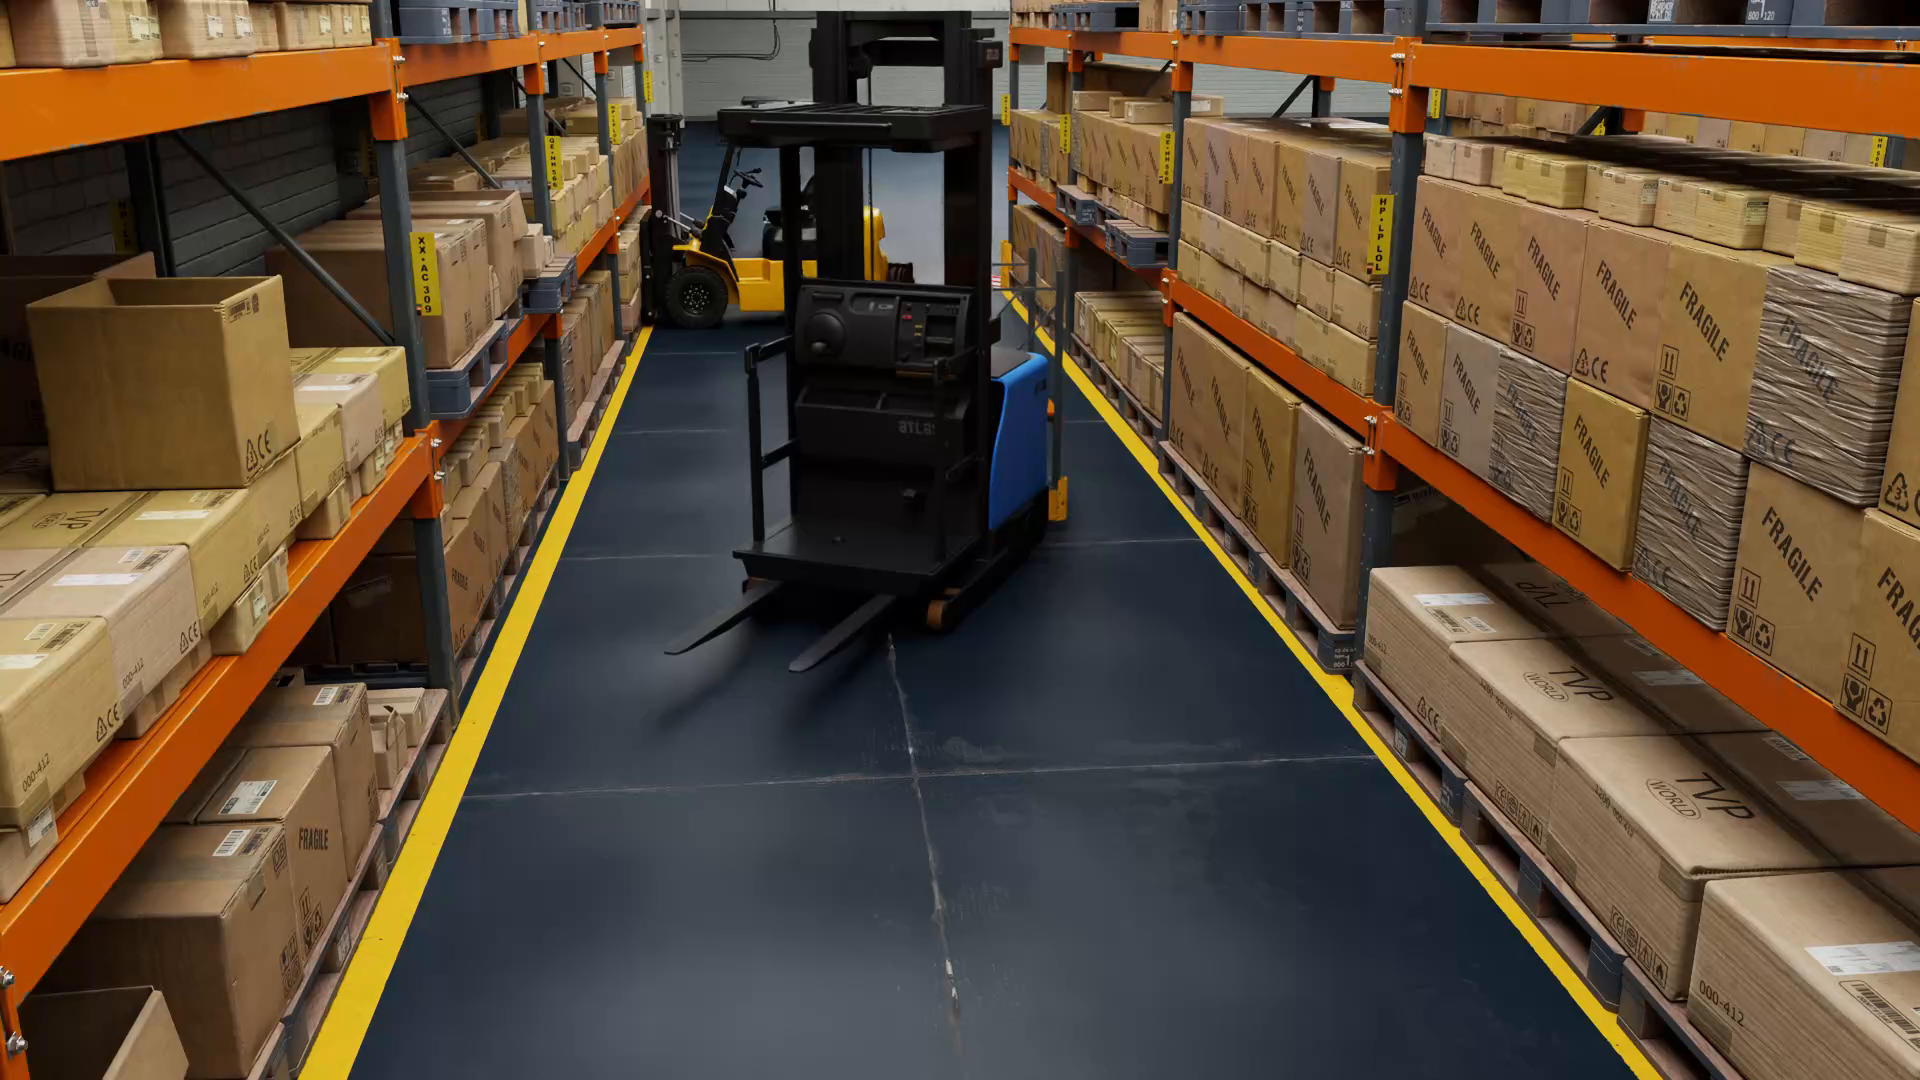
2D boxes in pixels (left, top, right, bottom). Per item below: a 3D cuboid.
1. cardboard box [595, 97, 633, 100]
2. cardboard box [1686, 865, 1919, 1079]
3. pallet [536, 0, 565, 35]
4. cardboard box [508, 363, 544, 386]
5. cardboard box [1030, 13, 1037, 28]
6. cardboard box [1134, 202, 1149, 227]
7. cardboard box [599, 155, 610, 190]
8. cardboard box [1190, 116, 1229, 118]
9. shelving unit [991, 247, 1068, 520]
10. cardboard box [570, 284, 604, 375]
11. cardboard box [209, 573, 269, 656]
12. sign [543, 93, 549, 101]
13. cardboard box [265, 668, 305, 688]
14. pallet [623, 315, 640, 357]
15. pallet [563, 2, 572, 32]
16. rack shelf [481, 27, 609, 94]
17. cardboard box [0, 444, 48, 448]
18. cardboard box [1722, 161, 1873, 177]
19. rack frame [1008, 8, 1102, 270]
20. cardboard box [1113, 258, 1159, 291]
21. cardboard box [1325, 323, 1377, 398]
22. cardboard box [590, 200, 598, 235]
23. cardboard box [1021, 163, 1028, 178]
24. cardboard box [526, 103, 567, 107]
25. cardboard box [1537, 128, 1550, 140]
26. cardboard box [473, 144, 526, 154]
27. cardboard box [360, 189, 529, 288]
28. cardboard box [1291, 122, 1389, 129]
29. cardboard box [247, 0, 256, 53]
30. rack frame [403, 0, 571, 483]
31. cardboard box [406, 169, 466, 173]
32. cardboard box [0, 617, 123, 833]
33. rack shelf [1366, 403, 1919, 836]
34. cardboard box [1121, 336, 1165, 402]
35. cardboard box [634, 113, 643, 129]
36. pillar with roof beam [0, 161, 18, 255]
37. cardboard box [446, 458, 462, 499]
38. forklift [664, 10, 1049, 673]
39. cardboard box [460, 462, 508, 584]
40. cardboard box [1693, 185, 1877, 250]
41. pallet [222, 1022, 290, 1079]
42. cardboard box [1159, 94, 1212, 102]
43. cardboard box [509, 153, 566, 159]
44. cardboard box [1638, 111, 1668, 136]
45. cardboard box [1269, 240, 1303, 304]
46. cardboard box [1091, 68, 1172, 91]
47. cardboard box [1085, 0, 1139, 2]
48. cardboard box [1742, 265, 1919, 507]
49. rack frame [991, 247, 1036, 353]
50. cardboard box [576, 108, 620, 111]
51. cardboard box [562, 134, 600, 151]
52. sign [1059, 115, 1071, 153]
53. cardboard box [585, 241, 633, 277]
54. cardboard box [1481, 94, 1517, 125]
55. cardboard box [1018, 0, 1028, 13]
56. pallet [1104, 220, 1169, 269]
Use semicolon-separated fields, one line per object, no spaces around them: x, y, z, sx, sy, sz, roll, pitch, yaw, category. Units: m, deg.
-3.642;-4.591;17.546;0.380;0.149;0.250;-2;18;-5;cardboard box
2.531;1.249;4.267;0.875;0.438;0.875;-2;18;-8;cardboard box
-3.223;-3.349;10.644;1.213;0.211;1.003;-1;17;-3;pallet
-2.761;-0.986;10.200;0.380;0.149;0.250;-3;18;-8;cardboard box
0.896;-5.164;16.529;0.380;0.149;0.250;-2;17;-5;cardboard box
1.435;-2.285;11.666;0.380;0.149;0.250;-2;18;-6;cardboard box
-3.171;-3.029;13.732;0.500;0.250;0.500;-2;18;-7;cardboard box
1.836;-3.112;13.219;0.500;0.500;0.500;-1;17;-4;cardboard box
0.296;-0.991;10.329;0.587;1.500;1.083;-2;18;-6;shelving unit
-3.339;-1.681;13.287;0.875;0.625;0.625;-2;18;-6;cardboard box
-2.083;0.203;4.442;0.380;0.149;0.250;-2;18;-7;cardboard box
-4.442;-4.627;17.831;0.100;0.325;0.005;-2;18;-6;sign
-2.818;0.670;6.323;0.500;0.311;0.500;-1;17;-4;cardboard box
-3.517;-1.908;15.402;1.003;0.211;1.213;-2;18;-6;pallet
-3.341;-3.682;11.705;1.003;0.211;1.213;-1;17;-3;pallet
-3.270;-3.492;11.986;1.077;0.370;4.000;-2;18;-6;rack shelf
-2.759;-0.228;5.150;0.500;0.250;0.500;-1;17;-4;cardboard box
2.703;-1.141;5.383;0.380;0.149;0.250;-2;18;-7;cardboard box
1.048;-4.346;18.514;1.000;3.000;0.127;-2;18;-6;rack frame
1.668;-2.585;15.541;0.500;0.500;0.500;-1;17;-3;cardboard box
1.989;-0.825;7.549;0.500;0.250;0.500;-2;18;-7;cardboard box
-3.086;-2.488;12.845;0.500;0.250;0.500;-2;18;-5;cardboard box
0.844;-3.886;17.465;0.380;0.149;0.250;-2;17;-5;cardboard box
-4.040;-4.194;16.282;0.380;0.149;0.250;-2;18;-7;cardboard box
6.306;-3.846;16.671;0.875;0.550;0.550;-2;18;-6;cardboard box
-3.606;-3.015;13.022;0.380;0.149;0.250;-2;18;-6;cardboard box
-2.712;-1.577;8.820;0.797;0.503;0.637;-2;18;-7;cardboard box
2.248;-2.189;9.806;0.500;0.500;0.500;-1;17;-5;cardboard box
-2.228;-1.448;4.693;0.380;0.149;0.250;-2;18;-5;cardboard box
-3.064;-1.808;10.430;1.000;3.000;0.127;-2;18;-6;rack frame
-3.437;-2.331;10.844;0.380;0.149;0.250;-1;17;-4;cardboard box
-2.018;0.361;3.273;0.500;0.250;0.500;-2;18;-5;cardboard box
2.492;0.168;5.335;1.077;0.370;4.000;-2;18;-6;rack shelf
1.741;-1.298;12.489;0.950;0.372;0.625;-2;18;-7;cardboard box
-3.519;-4.379;17.368;0.380;0.149;0.250;-1;17;-5;cardboard box
0.806;-3.377;5.409;9.100;9.000;0.400;-2;18;-6;pillar with roof beam
-2.609;-0.287;7.971;0.380;0.149;0.250;-2;18;-7;cardboard box
-0.470;-1.079;8.221;1.130;2.935;3.031;6;19;19;forklift
-2.589;-0.083;8.405;0.500;0.500;0.500;-2;18;-7;cardboard box
2.276;-0.893;4.594;0.380;0.149;0.250;-1;17;-4;cardboard box
-2.330;1.645;4.084;1.003;0.211;1.213;-2;18;-6;pallet
1.817;-3.519;13.429;0.380;0.149;0.250;-2;18;-7;cardboard box
-3.070;-2.728;12.110;0.380;0.149;0.250;-2;18;-6;cardboard box
6.431;-3.715;14.665;0.700;0.500;0.500;-2;18;-7;cardboard box
1.880;-1.365;8.432;0.500;0.250;0.500;-1;17;-4;cardboard box
1.600;-4.112;15.434;0.700;0.500;0.500;-2;18;-5;cardboard box
1.249;-4.228;12.677;0.500;0.250;0.500;-2;18;-6;cardboard box
2.328;-0.395;4.092;0.500;0.500;0.500;-2;18;-5;cardboard box
0.236;-1.145;10.819;0.500;1.500;0.032;-2;18;-6;rack frame
-3.344;-3.911;15.379;0.380;0.149;0.250;-2;18;-7;cardboard box
-3.248;-3.460;14.442;0.380;0.149;0.250;-2;18;-7;cardboard box
0.922;-3.549;14.527;0.100;0.325;0.005;-2;18;-6;sign
-3.214;-2.520;14.915;0.500;0.250;0.500;-2;18;-6;cardboard box
6.032;-4.672;17.499;0.875;0.550;0.550;-2;18;-6;cardboard box
0.877;-5.539;17.060;0.500;0.250;0.500;-2;18;-6;cardboard box
1.694;-2.080;11.616;1.213;0.211;1.003;-2;18;-6;pallet
